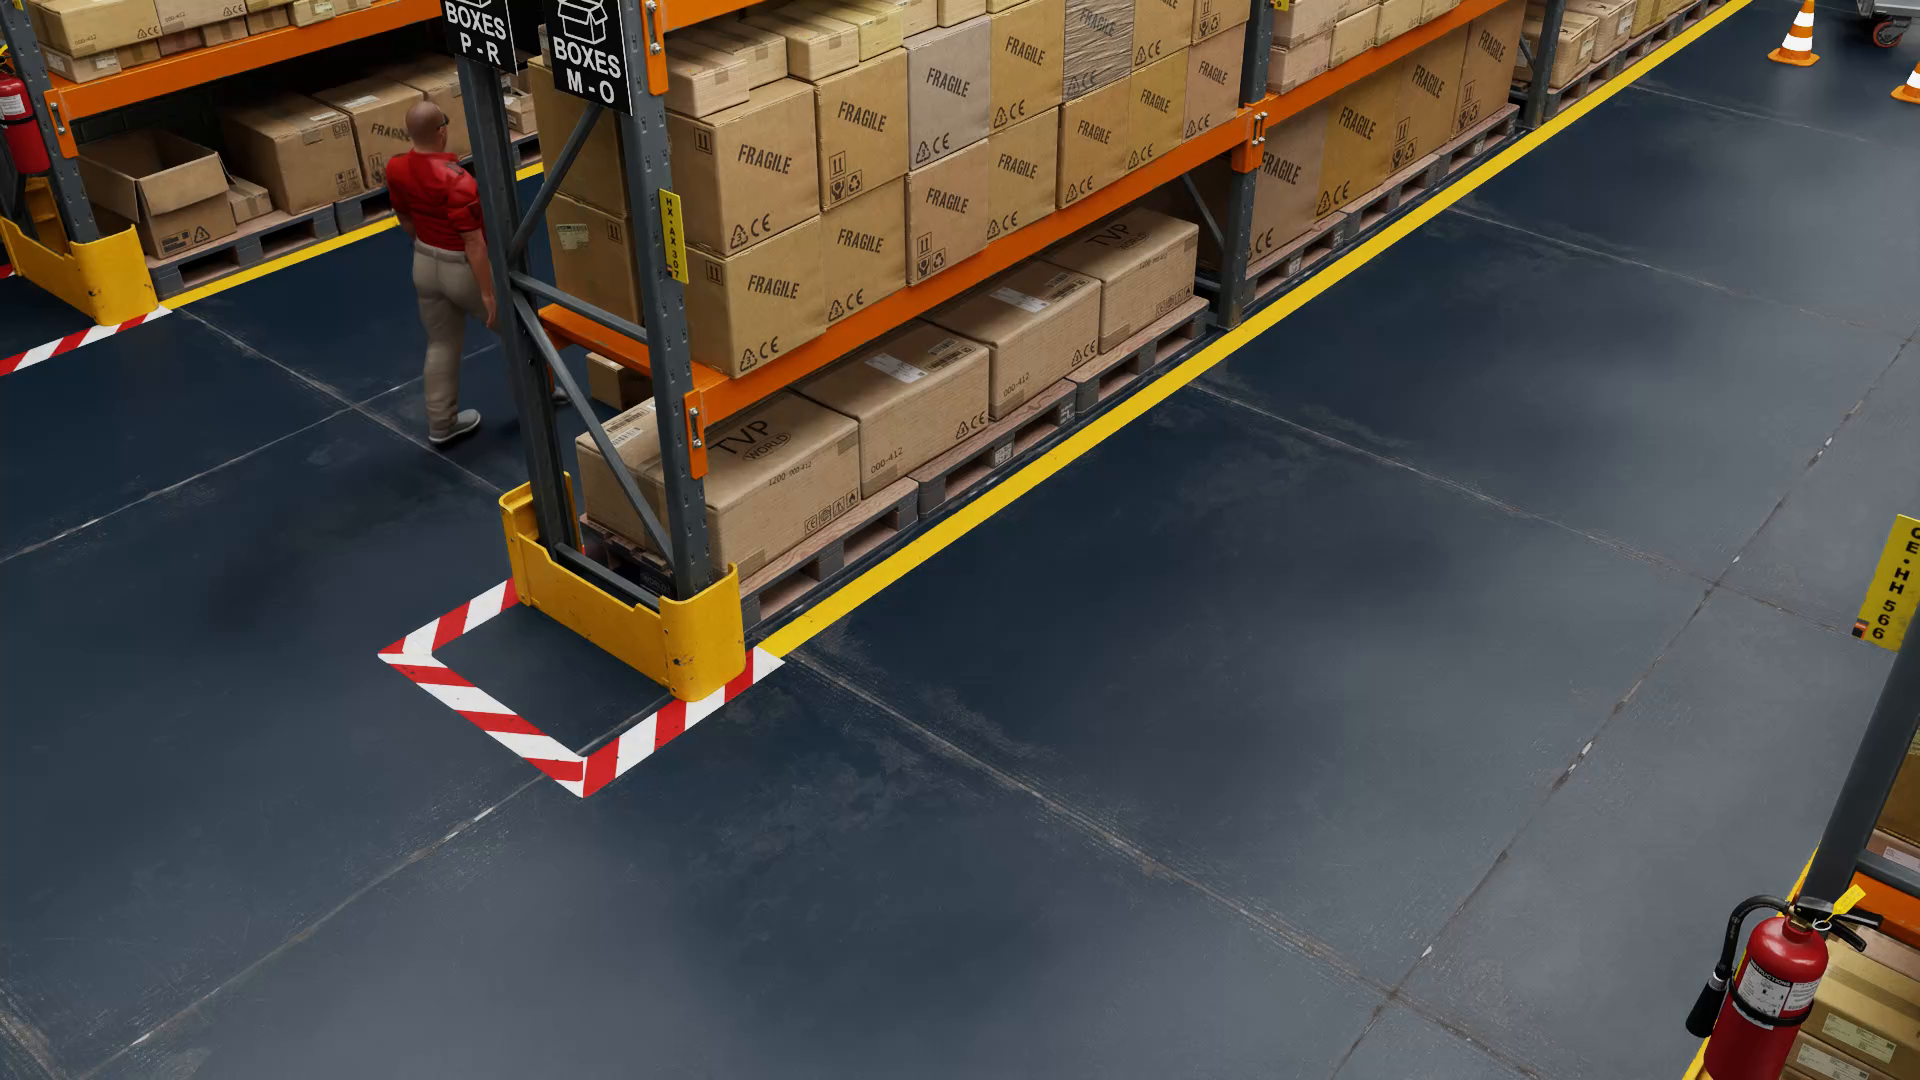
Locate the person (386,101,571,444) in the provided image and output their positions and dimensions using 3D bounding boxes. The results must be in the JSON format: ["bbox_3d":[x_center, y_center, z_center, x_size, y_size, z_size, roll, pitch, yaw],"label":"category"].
[{"bbox_3d":[-2.371,-1.328,8.070,0.604,1.734,0.786,15,37,20],"label":"person"}]
